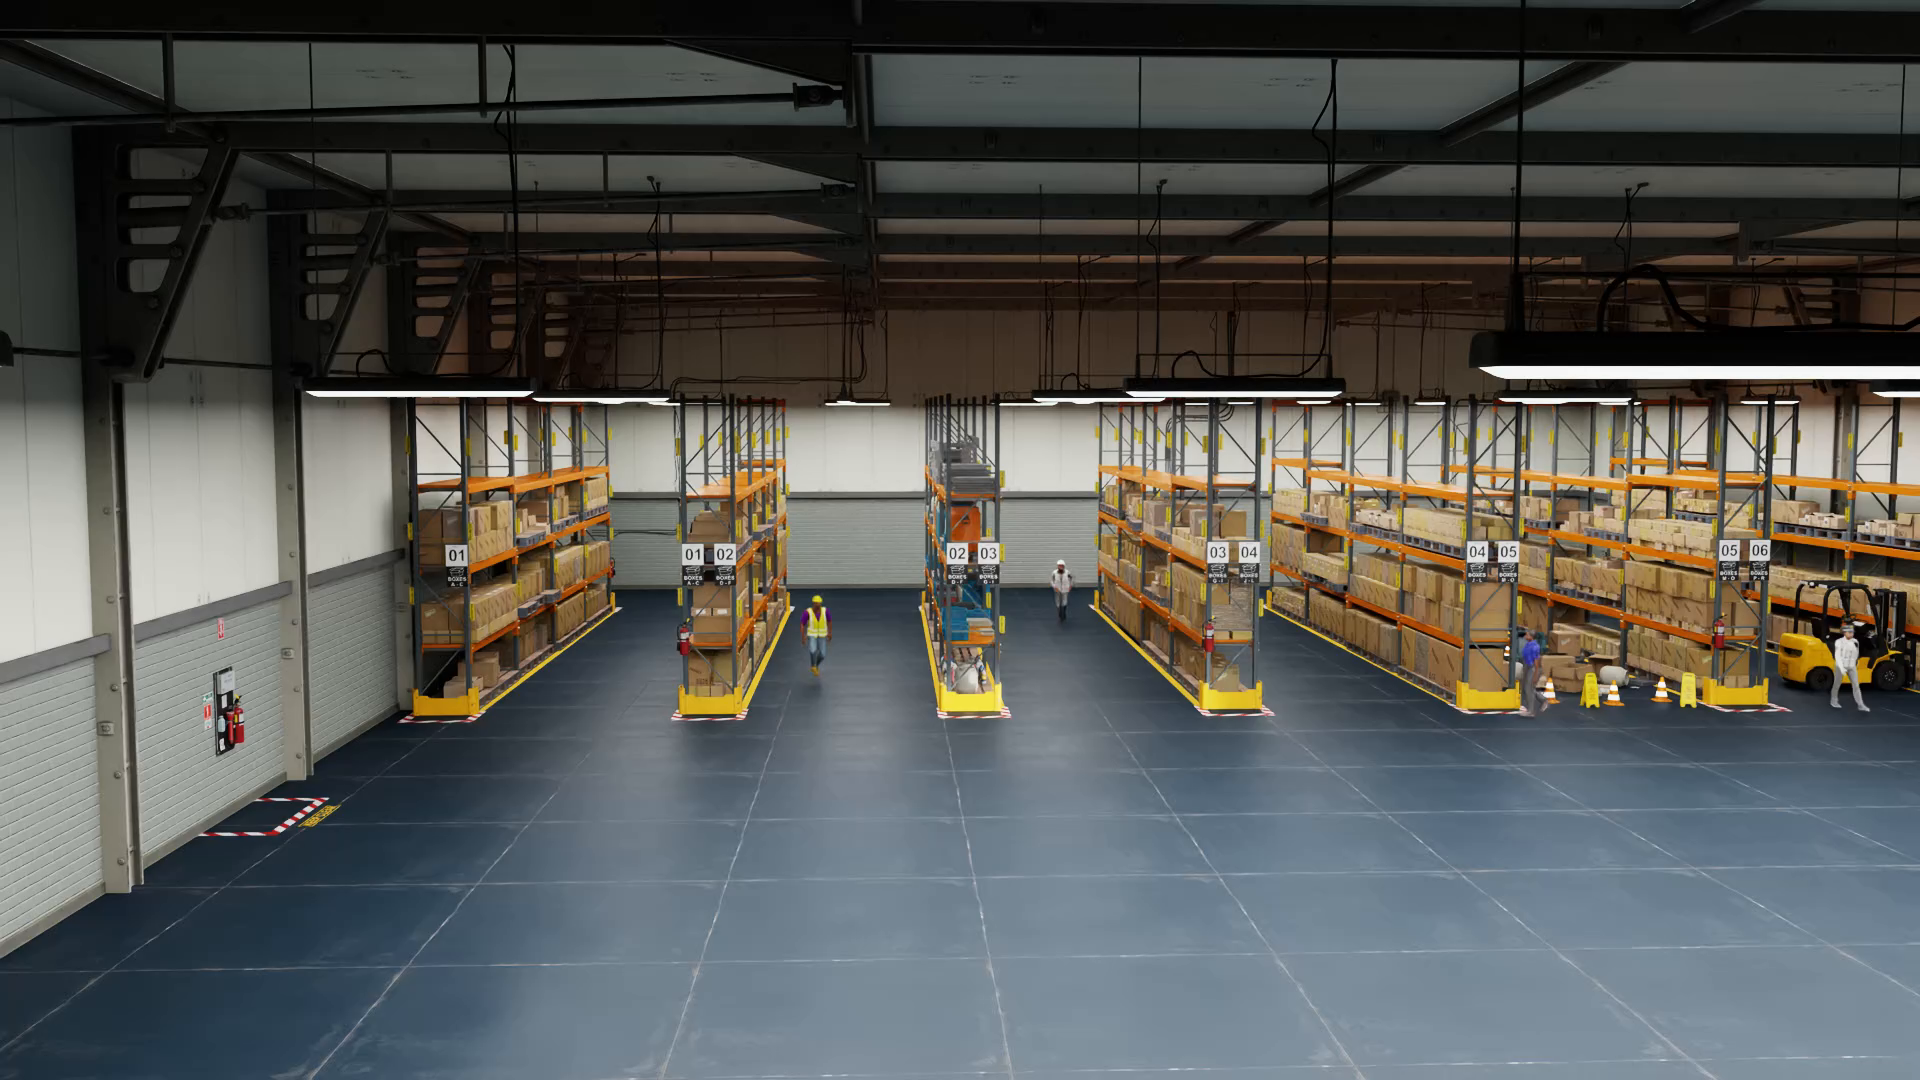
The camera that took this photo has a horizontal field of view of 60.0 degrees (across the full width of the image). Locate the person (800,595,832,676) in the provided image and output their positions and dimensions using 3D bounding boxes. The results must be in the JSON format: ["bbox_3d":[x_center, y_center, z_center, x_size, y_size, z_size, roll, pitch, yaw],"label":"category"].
[{"bbox_3d":[-2.990,2.003,34.576,0.670,1.733,0.699,-1,5,-17],"label":"person"}]

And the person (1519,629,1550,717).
[{"bbox_3d":[10.690,2.502,30.873,0.627,1.532,0.455,0,5,-1],"label":"person"}]

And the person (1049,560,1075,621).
[{"bbox_3d":[2.745,1.357,44.649,0.691,1.683,0.718,0,5,6],"label":"person"}]

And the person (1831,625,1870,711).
[{"bbox_3d":[16.775,2.407,31.383,0.505,1.625,0.991,0,5,4],"label":"person"}]
